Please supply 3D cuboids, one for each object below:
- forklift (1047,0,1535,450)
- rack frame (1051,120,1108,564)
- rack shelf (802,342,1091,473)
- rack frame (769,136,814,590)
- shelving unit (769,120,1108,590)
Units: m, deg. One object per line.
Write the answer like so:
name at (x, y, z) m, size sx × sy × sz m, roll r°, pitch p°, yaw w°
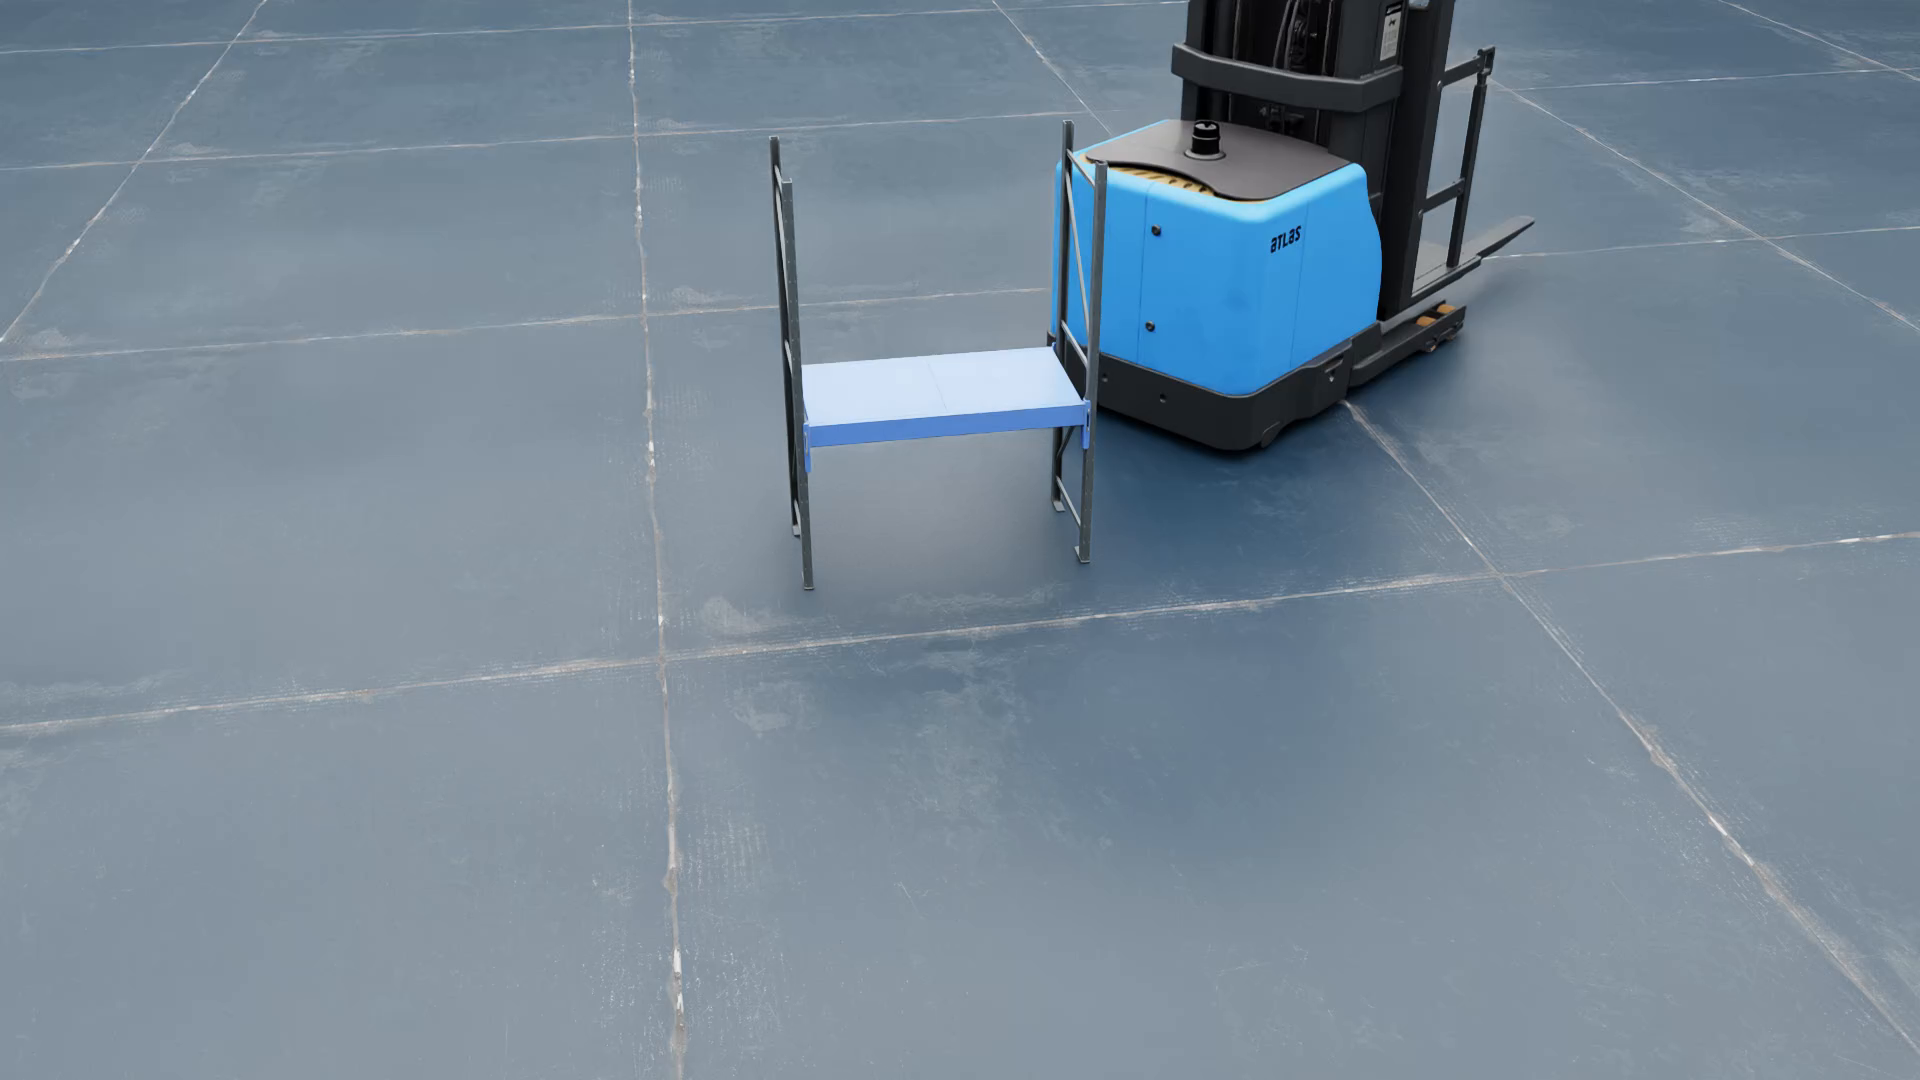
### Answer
forklift at (1.735, -2.288, 7.250) m, size 1.130 × 2.935 × 3.031 m, roll 24°, pitch 38°, yaw 35°
rack frame at (0.416, -0.685, 5.936) m, size 0.032 × 1.500 × 0.500 m, roll -5°, pitch 31°, yaw -9°
rack shelf at (-0.084, -0.484, 5.948) m, size 1.000 × 0.185 × 0.538 m, roll -5°, pitch 31°, yaw -9°
rack frame at (-0.584, -0.592, 5.778) m, size 0.032 × 1.500 × 0.500 m, roll -5°, pitch 31°, yaw -9°
shelving unit at (-0.084, -0.639, 5.857) m, size 1.048 × 1.500 × 0.538 m, roll -5°, pitch 31°, yaw -9°
